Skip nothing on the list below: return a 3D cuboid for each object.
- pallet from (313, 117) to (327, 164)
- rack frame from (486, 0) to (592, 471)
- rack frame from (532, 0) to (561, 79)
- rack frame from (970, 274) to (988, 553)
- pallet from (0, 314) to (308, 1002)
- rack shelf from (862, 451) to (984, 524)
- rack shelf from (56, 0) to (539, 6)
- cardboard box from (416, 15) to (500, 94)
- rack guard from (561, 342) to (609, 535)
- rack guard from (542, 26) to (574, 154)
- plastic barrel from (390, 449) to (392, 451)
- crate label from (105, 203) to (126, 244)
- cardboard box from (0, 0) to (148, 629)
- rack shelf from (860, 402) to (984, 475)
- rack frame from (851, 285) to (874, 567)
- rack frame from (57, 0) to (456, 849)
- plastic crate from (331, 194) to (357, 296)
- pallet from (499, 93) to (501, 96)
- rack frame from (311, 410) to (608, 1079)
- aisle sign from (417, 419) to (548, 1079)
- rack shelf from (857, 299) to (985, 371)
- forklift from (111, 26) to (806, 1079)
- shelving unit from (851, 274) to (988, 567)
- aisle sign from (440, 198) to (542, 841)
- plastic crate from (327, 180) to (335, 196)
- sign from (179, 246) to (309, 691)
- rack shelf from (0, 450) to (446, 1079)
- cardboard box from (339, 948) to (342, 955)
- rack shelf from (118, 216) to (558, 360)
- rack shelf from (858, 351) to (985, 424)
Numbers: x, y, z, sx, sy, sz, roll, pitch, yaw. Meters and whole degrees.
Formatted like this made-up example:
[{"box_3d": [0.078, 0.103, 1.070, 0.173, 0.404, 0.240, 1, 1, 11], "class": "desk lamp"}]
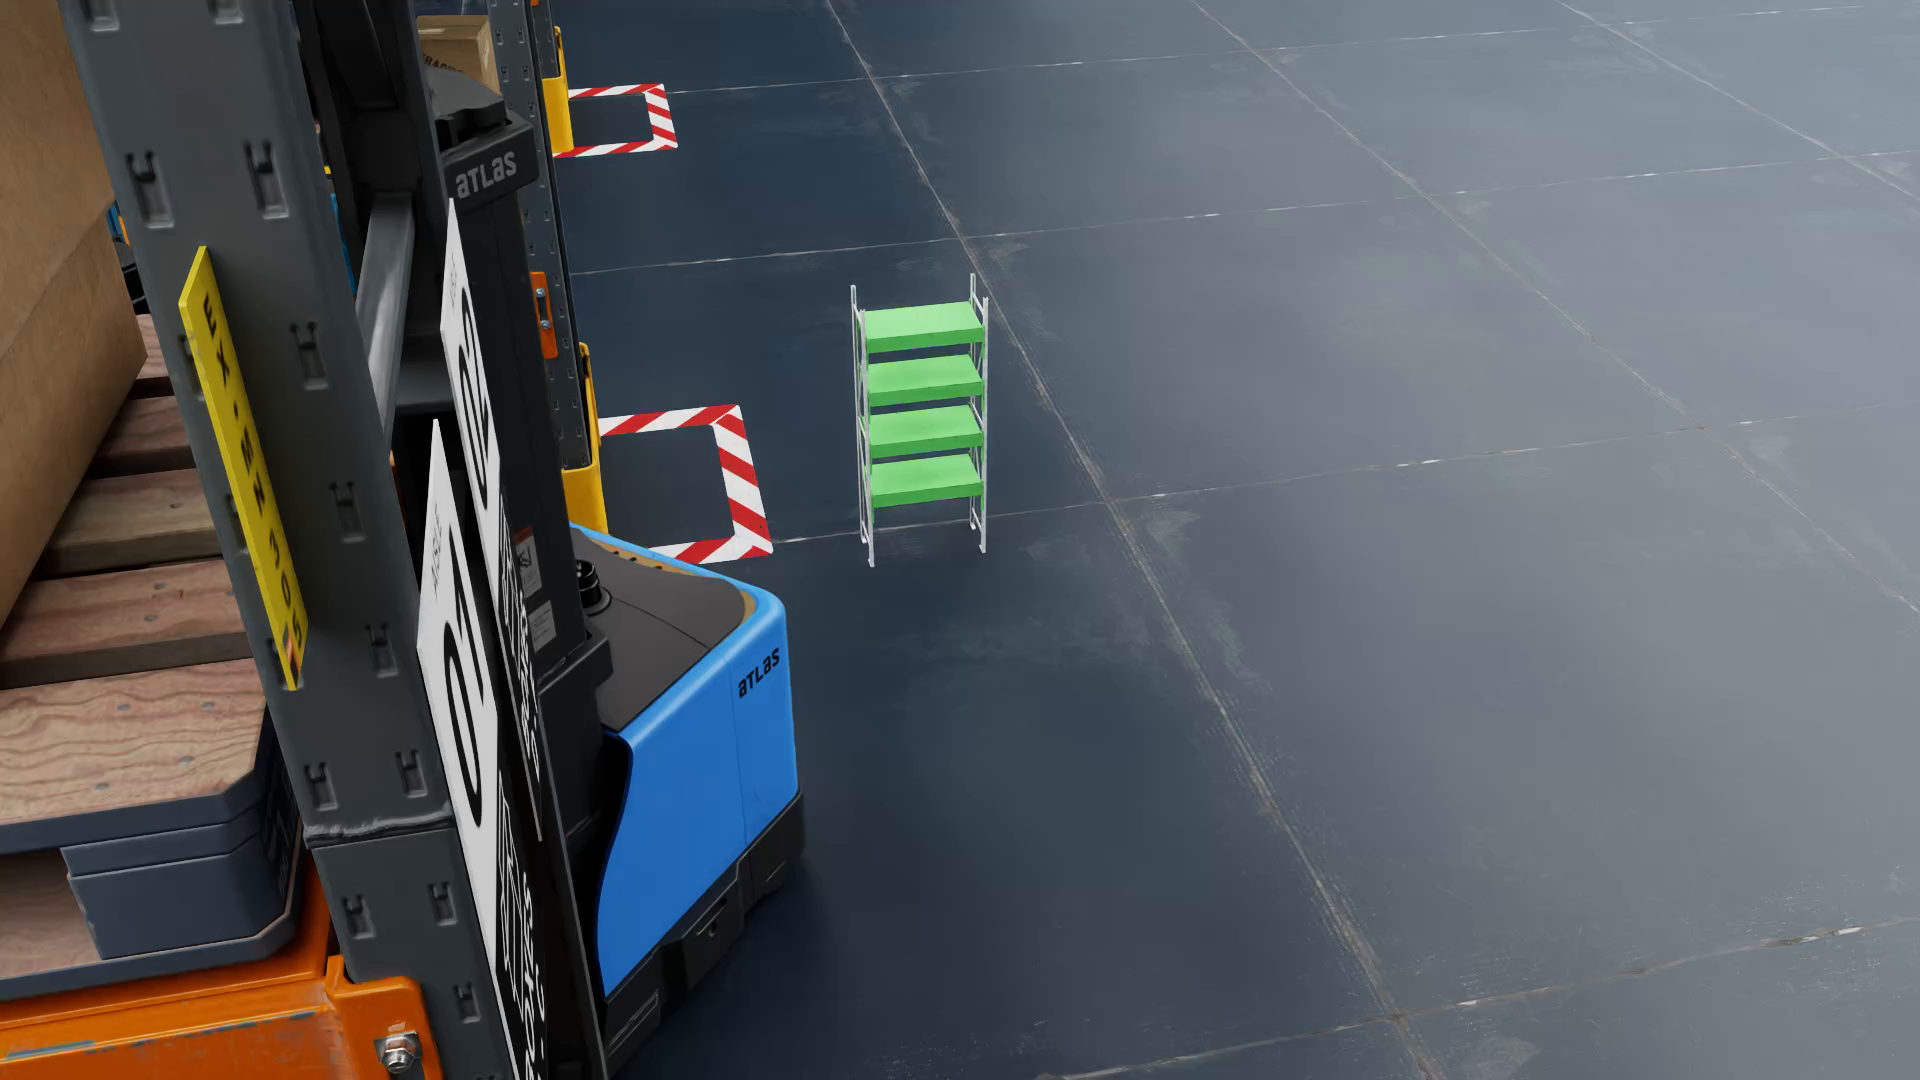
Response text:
[{"box_3d": [-4.866, -2.751, 11.159, 1.213, 0.211, 1.003, -7, 35, -11], "class": "pallet"}, {"box_3d": [-1.712, -1.455, 6.726, 0.127, 3.000, 1.000, -7, 35, -11], "class": "rack frame"}, {"box_3d": [-2.804, -4.146, 10.737, 0.127, 3.000, 1.000, -7, 35, -11], "class": "rack frame"}, {"box_3d": [0.077, -0.508, 6.930, 0.015, 1.200, 0.240, -7, 35, -11], "class": "rack frame"}, {"box_3d": [-1.318, 0.102, 1.793, 1.213, 0.211, 1.003, -7, 35, -11], "class": "pallet"}, {"box_3d": [-0.161, -0.226, 7.055, 0.480, 0.148, 0.258, -7, 35, -11], "class": "rack shelf"}, {"box_3d": [-4.755, -3.602, 10.571, 4.000, 0.370, 1.077, -7, 35, -11], "class": "rack shelf"}, {"box_3d": [-3.417, -3.215, 11.216, 0.500, 0.500, 0.500, -1, 34, -2], "class": "cardboard box"}, {"box_3d": [-1.775, -0.382, 7.370, 0.348, 0.500, 1.175, -7, 35, -11], "class": "rack guard"}, {"box_3d": [-2.878, -3.099, 11.420, 0.348, 0.500, 1.175, -7, 35, -11], "class": "rack guard"}, {"box_3d": [-2.337, -0.473, 7.119, 0.421, 0.512, 0.421, 0, 34, 0], "class": "plastic barrel"}, {"box_3d": [-3.447, -1.096, 6.160, 0.616, 0.435, 0.502, -7, 35, -11], "class": "crate label"}, {"box_3d": [-1.184, -0.215, 1.591, 0.637, 0.503, 0.797, -5, 34, -7], "class": "cardboard box"}, {"box_3d": [-0.161, -0.425, 6.921, 0.480, 0.148, 0.258, -7, 35, -11], "class": "rack shelf"}, {"box_3d": [-0.399, -0.448, 6.841, 0.015, 1.200, 0.240, -7, 35, -11], "class": "rack frame"}, {"box_3d": [-0.622, -1.253, 1.042, 0.127, 3.000, 1.000, -7, 35, -11], "class": "rack frame"}, {"box_3d": [-2.134, -1.169, 6.433, 0.616, 0.251, 0.499, -7, 35, -11], "class": "plastic crate"}, {"box_3d": [-3.679, -2.899, 11.380, 1.213, 0.211, 1.003, -7, 35, -11], "class": "pallet"}, {"box_3d": [-0.622, 1.238, 2.713, 0.127, 3.000, 1.000, -7, 35, -11], "class": "rack frame"}, {"box_3d": [-0.494, 0.310, 1.763, 0.004, 0.787, 0.394, -7, 35, -11], "class": "aisle sign"}, {"box_3d": [-0.161, -0.823, 6.653, 0.480, 0.148, 0.258, -7, 35, -11], "class": "rack shelf"}, {"box_3d": [-1.679, 0.428, 3.981, 1.130, 2.935, 3.031, 17, 38, 24], "class": "forklift"}, {"box_3d": [-0.161, -0.478, 6.885, 0.503, 1.200, 0.258, -7, 35, -11], "class": "shelving unit"}, {"box_3d": [-0.626, -0.016, 2.249, 0.004, 0.787, 0.394, -7, 35, -11], "class": "aisle sign"}, {"box_3d": [-2.655, -1.410, 6.896, 0.250, 0.136, 0.298, -7, 35, -11], "class": "plastic crate"}, {"box_3d": [-0.516, -0.046, 1.211, 0.005, 0.325, 0.100, -7, 35, -11], "class": "sign"}, {"box_3d": [-2.573, 0.537, 1.711, 4.000, 0.370, 1.077, -7, 35, -11], "class": "rack shelf"}, {"box_3d": [-1.132, 0.715, 2.239, 0.500, 0.500, 0.700, -7, 35, -10], "class": "cardboard box"}, {"box_3d": [-3.662, -0.910, 6.560, 4.000, 0.370, 1.077, -7, 35, -11], "class": "rack shelf"}, {"box_3d": [-0.161, -0.624, 6.787, 0.480, 0.148, 0.258, -7, 35, -11], "class": "rack shelf"}]
